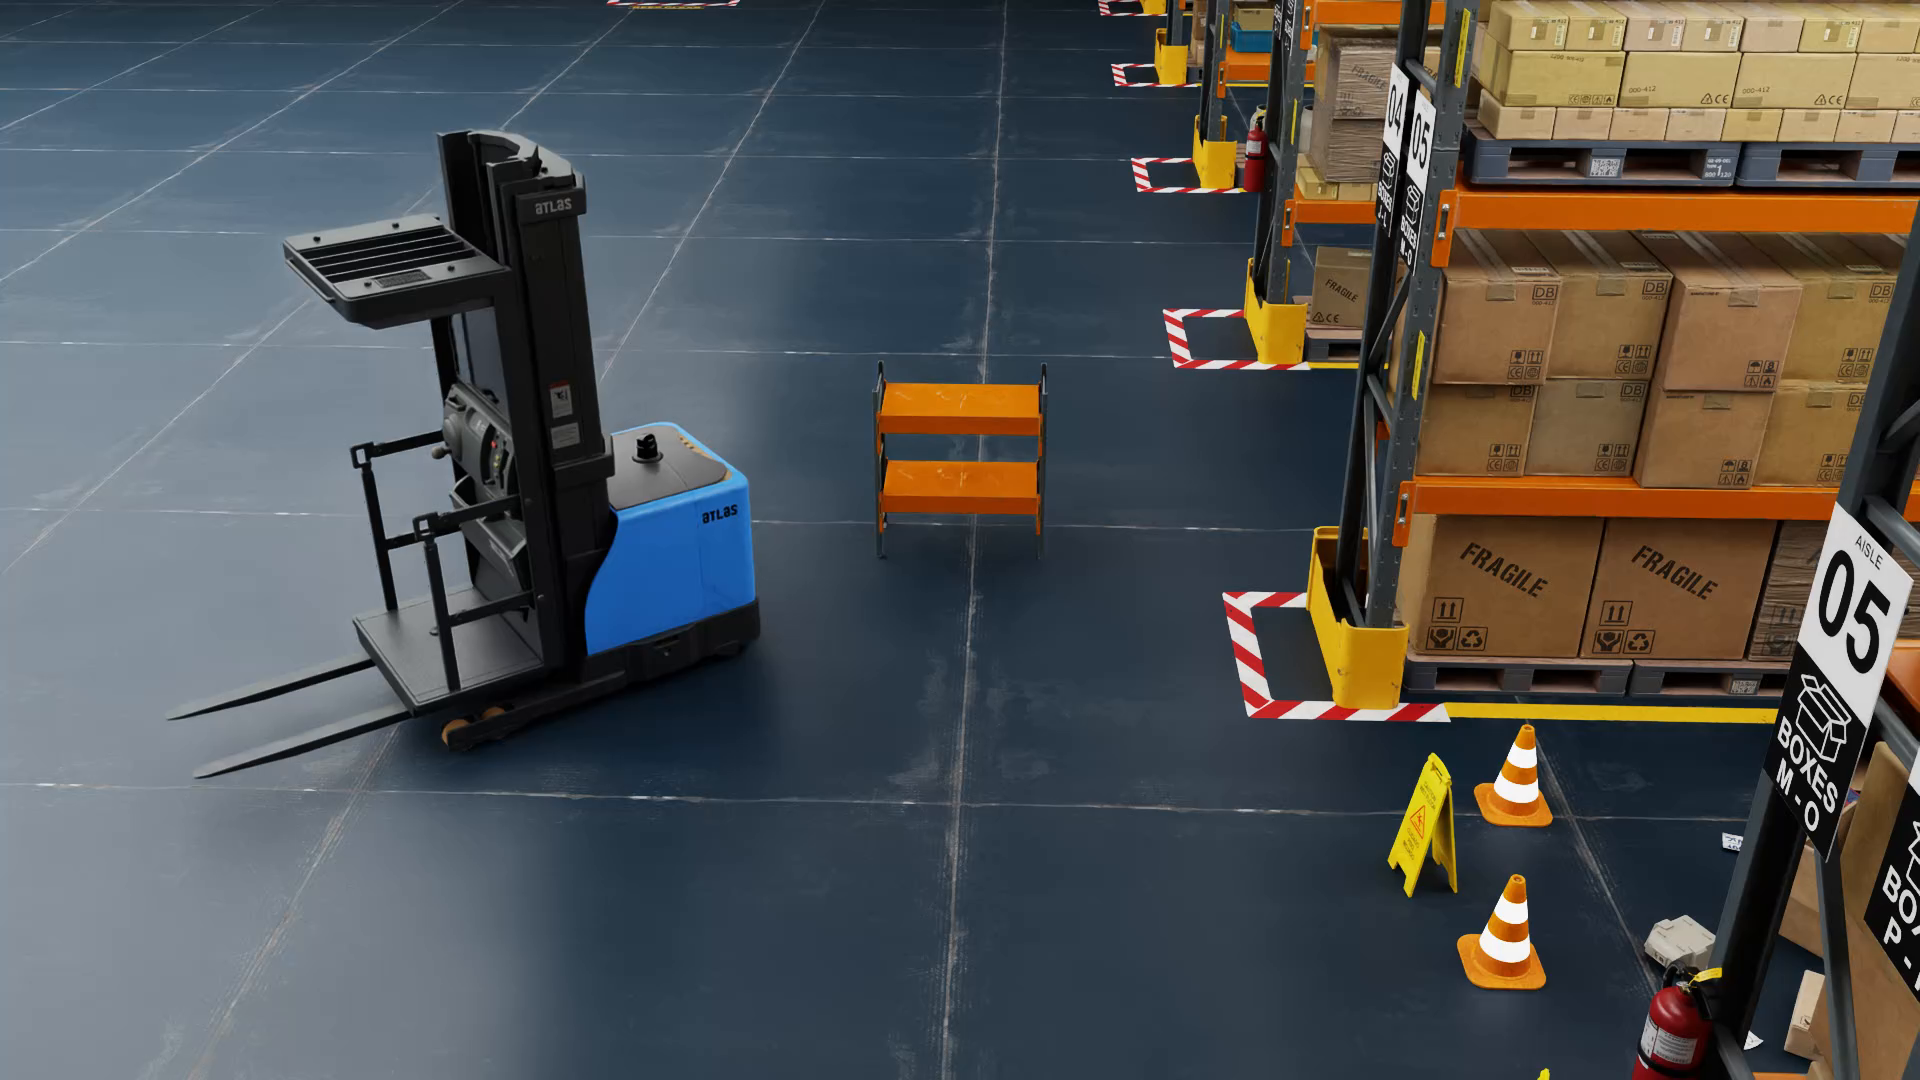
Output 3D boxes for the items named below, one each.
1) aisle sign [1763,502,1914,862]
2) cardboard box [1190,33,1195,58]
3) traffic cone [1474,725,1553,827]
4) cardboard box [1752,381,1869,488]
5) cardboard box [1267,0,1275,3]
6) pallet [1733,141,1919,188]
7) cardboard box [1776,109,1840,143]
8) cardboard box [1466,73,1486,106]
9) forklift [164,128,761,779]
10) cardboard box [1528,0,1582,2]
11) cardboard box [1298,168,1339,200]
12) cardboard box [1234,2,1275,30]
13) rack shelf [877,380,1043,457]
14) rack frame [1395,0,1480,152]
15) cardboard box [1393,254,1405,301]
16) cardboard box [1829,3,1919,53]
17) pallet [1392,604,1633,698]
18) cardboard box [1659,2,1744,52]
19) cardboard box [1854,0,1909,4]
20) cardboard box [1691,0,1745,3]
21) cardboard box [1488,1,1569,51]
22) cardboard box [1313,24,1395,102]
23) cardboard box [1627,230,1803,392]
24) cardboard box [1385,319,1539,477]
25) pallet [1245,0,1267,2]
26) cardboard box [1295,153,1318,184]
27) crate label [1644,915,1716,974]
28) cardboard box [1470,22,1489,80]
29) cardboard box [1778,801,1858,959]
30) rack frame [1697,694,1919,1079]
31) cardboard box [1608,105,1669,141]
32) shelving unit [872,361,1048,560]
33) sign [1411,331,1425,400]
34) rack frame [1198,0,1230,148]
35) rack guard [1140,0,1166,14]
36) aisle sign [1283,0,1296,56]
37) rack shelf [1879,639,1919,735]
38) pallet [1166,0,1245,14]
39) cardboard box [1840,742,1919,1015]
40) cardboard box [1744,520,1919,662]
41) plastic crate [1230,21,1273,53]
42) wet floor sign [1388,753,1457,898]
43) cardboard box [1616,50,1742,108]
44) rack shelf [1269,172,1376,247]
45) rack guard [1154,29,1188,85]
[{"bbox_3d":[2.119,0.346,4.044,0.004,0.787,0.394,1,28,2],"label":"aisle sign"},{"bbox_3d":[3.421,-6.744,22.682,0.500,0.250,0.500,1,28,2],"label":"cardboard box"},{"bbox_3d":[2.725,1.107,8.092,0.334,0.463,0.336,1,28,2],"label":"traffic cone"},{"bbox_3d":[4.254,-0.712,8.656,0.500,0.550,0.875,1,28,2],"label":"cardboard box"},{"bbox_3d":[4.421,-7.067,22.490,0.500,0.500,0.500,1,28,2],"label":"cardboard box"},{"bbox_3d":[4.209,-1.947,8.037,1.213,0.211,1.003,1,28,2],"label":"pallet"},{"bbox_3d":[3.837,-1.954,7.670,0.250,0.149,0.380,1,28,1],"label":"cardboard box"},{"bbox_3d":[2.589,-2.284,8.292,0.250,0.149,0.380,1,28,2],"label":"cardboard box"},{"bbox_3d":[-2.642,-0.479,8.450,3.031,2.935,1.130,-18,33,-30],"label":"forklift"},{"bbox_3d":[2.843,-2.632,8.097,0.250,0.149,0.380,1,28,2],"label":"cardboard box"},{"bbox_3d":[2.797,-2.780,12.985,0.250,0.149,0.380,1,28,2],"label":"cardboard box"},{"bbox_3d":[3.902,-6.825,22.035,0.500,0.500,0.500,1,28,2],"label":"cardboard box"},{"bbox_3d":[0.007,-0.755,10.275,1.000,0.278,0.538,1,28,2],"label":"rack shelf"},{"bbox_3d":[2.245,-3.338,7.364,0.127,3.000,1.000,1,28,2],"label":"rack frame"},{"bbox_3d":[3.743,-2.076,13.610,0.500,0.500,0.500,8,29,15],"label":"cardboard box"},{"bbox_3d":[4.093,-2.303,7.477,0.250,0.149,0.380,1,28,3],"label":"cardboard box"},{"bbox_3d":[3.047,0.522,9.466,1.213,0.211,1.003,1,28,2],"label":"pallet"},{"bbox_3d":[3.326,-2.316,7.500,0.250,0.149,0.380,1,28,2],"label":"cardboard box"},{"bbox_3d":[4.370,-2.607,8.051,0.250,0.149,0.380,1,28,2],"label":"cardboard box"},{"bbox_3d":[3.607,-2.619,8.073,0.250,0.149,0.380,1,28,2],"label":"cardboard box"},{"bbox_3d":[2.567,-2.329,7.525,0.250,0.149,0.380,1,28,2],"label":"cardboard box"},{"bbox_3d":[3.079,-3.731,13.019,0.500,0.500,0.500,1,28,2],"label":"cardboard box"},{"bbox_3d":[3.722,-1.167,8.362,0.550,0.550,0.875,1,28,2],"label":"cardboard box"},{"bbox_3d":[2.617,-0.768,8.762,0.550,0.550,0.875,1,28,2],"label":"cardboard box"},{"bbox_3d":[5.148,-8.678,26.820,1.213,0.211,1.003,1,28,2],"label":"pallet"},{"bbox_3d":[2.813,-2.988,13.377,0.250,0.149,0.380,1,28,2],"label":"cardboard box"},{"bbox_3d":[3.134,1.759,7.212,0.298,0.136,0.250,-14,31,-24],"label":"crate label"},{"bbox_3d":[2.744,-2.430,8.141,0.500,0.250,0.500,1,28,2],"label":"cardboard box"},{"bbox_3d":[4.016,1.579,7.160,0.637,0.503,0.797,-20,34,-33],"label":"cardboard box"},{"bbox_3d":[2.171,1.632,4.395,0.127,3.000,1.000,1,28,2],"label":"rack frame"},{"bbox_3d":[3.081,-1.967,7.694,0.250,0.149,0.380,1,28,2],"label":"cardboard box"},{"bbox_3d":[0.007,-0.497,10.412,1.048,1.125,0.538,1,28,2],"label":"shelving unit"},{"bbox_3d":[2.219,-0.845,8.058,0.005,0.325,0.100,1,28,2],"label":"sign"},{"bbox_3d":[2.696,-5.325,17.519,0.127,3.000,1.000,1,28,2],"label":"rack frame"},{"bbox_3d":[3.121,-8.857,26.849,0.348,0.500,1.175,1,28,2],"label":"rack guard"},{"bbox_3d":[2.448,-4.016,12.273,0.004,0.787,0.394,1,28,2],"label":"aisle sign"},{"bbox_3d":[4.170,0.657,3.798,4.000,0.370,1.077,1,28,2],"label":"rack shelf"},{"bbox_3d":[3.932,-8.699,26.861,1.213,0.211,1.003,1,28,2],"label":"pallet"},{"bbox_3d":[2.689,0.921,4.244,0.500,0.500,0.700,0,28,1],"label":"cardboard box"},{"bbox_3d":[4.715,0.076,9.149,0.875,0.875,0.875,1,28,2],"label":"cardboard box"},{"bbox_3d":[3.206,-5.391,17.802,0.616,0.251,0.499,1,28,2],"label":"plastic crate"},{"bbox_3d":[2.146,1.280,7.573,0.232,0.644,0.267,-4,28,-7],"label":"wet floor sign"},{"bbox_3d":[3.225,-2.171,7.653,0.500,0.250,0.500,1,28,1],"label":"cardboard box"},{"bbox_3d":[4.520,-2.656,13.251,4.000,0.370,1.077,1,28,2],"label":"rack shelf"},{"bbox_3d":[2.850,-6.540,22.478,0.348,0.500,1.175,1,28,2],"label":"rack guard"}]
